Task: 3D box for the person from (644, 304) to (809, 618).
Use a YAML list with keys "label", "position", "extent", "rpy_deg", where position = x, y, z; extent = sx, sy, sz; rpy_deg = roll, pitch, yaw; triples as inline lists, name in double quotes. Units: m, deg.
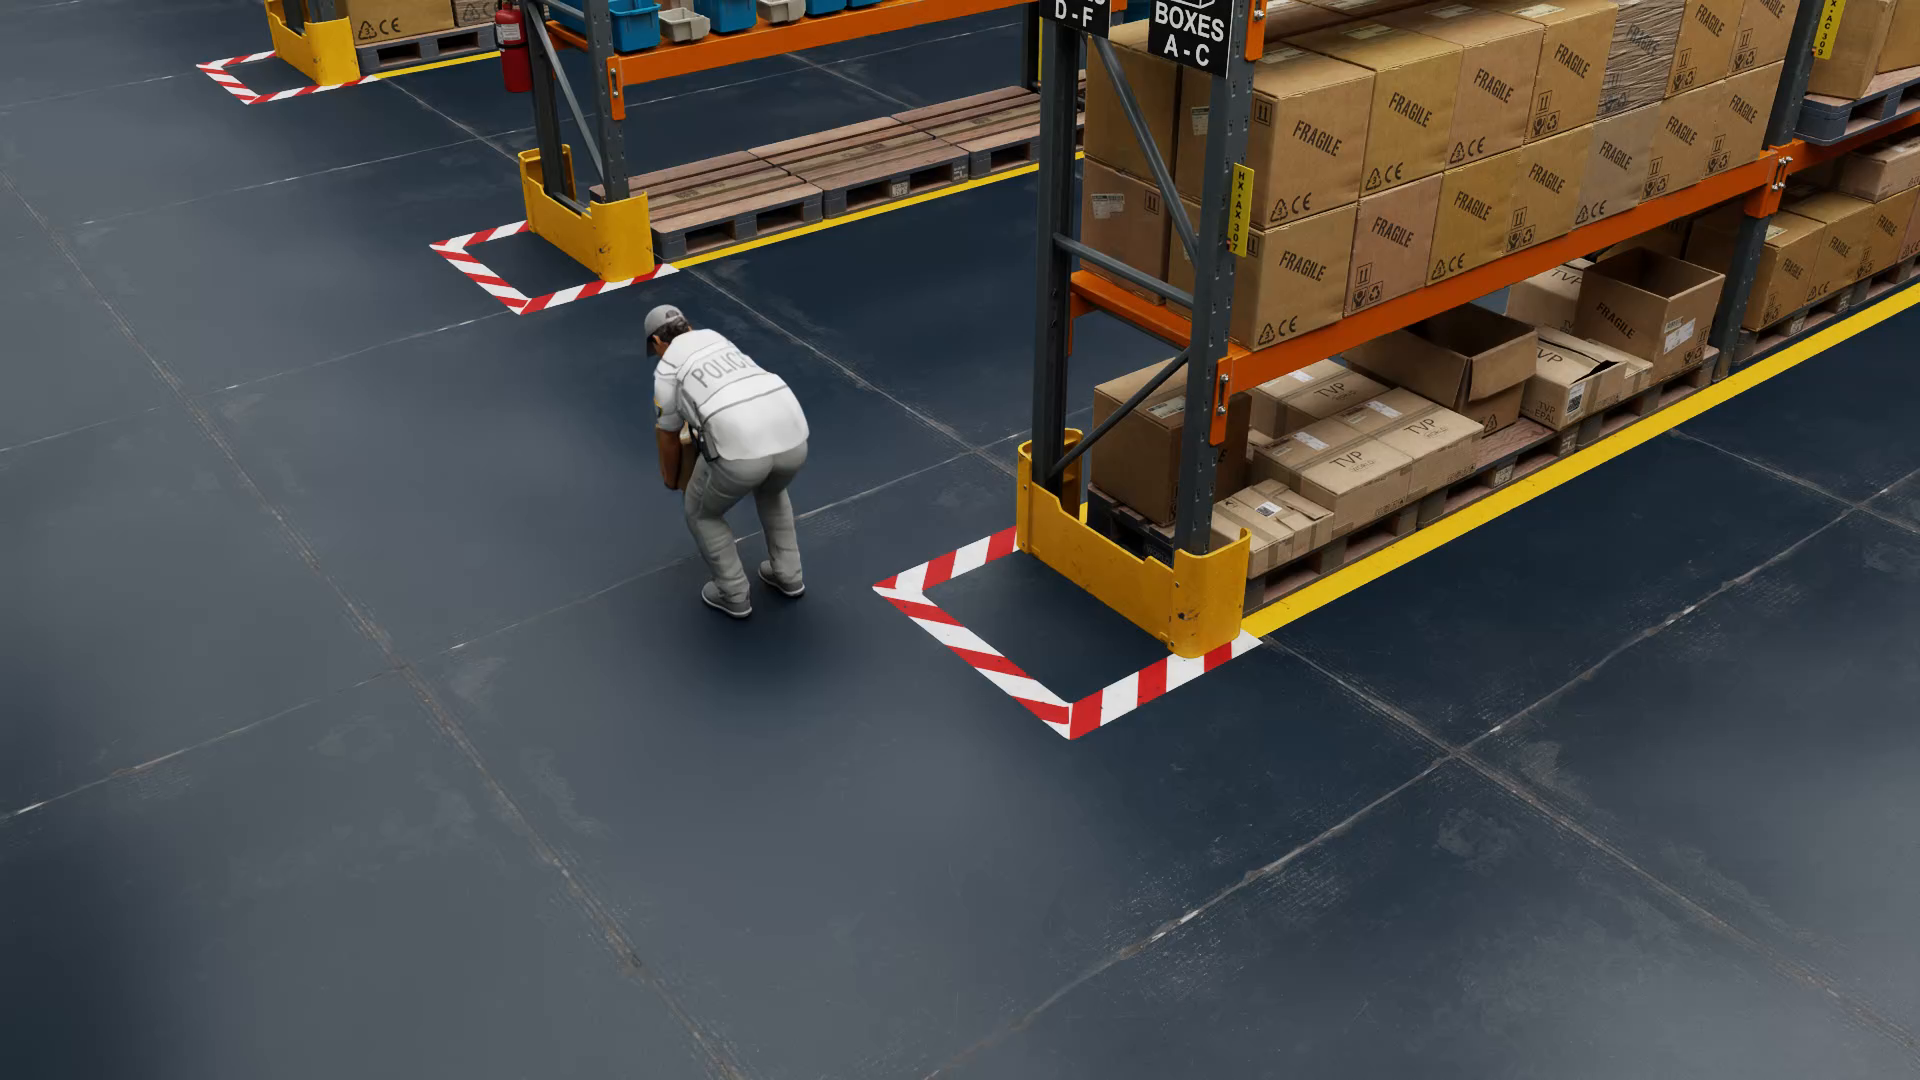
- label: "person"
  position: [-1.012, -0.338, 7.106]
  extent: [0.484, 1.201, 0.910]
  rpy_deg: [-24, 40, -33]
